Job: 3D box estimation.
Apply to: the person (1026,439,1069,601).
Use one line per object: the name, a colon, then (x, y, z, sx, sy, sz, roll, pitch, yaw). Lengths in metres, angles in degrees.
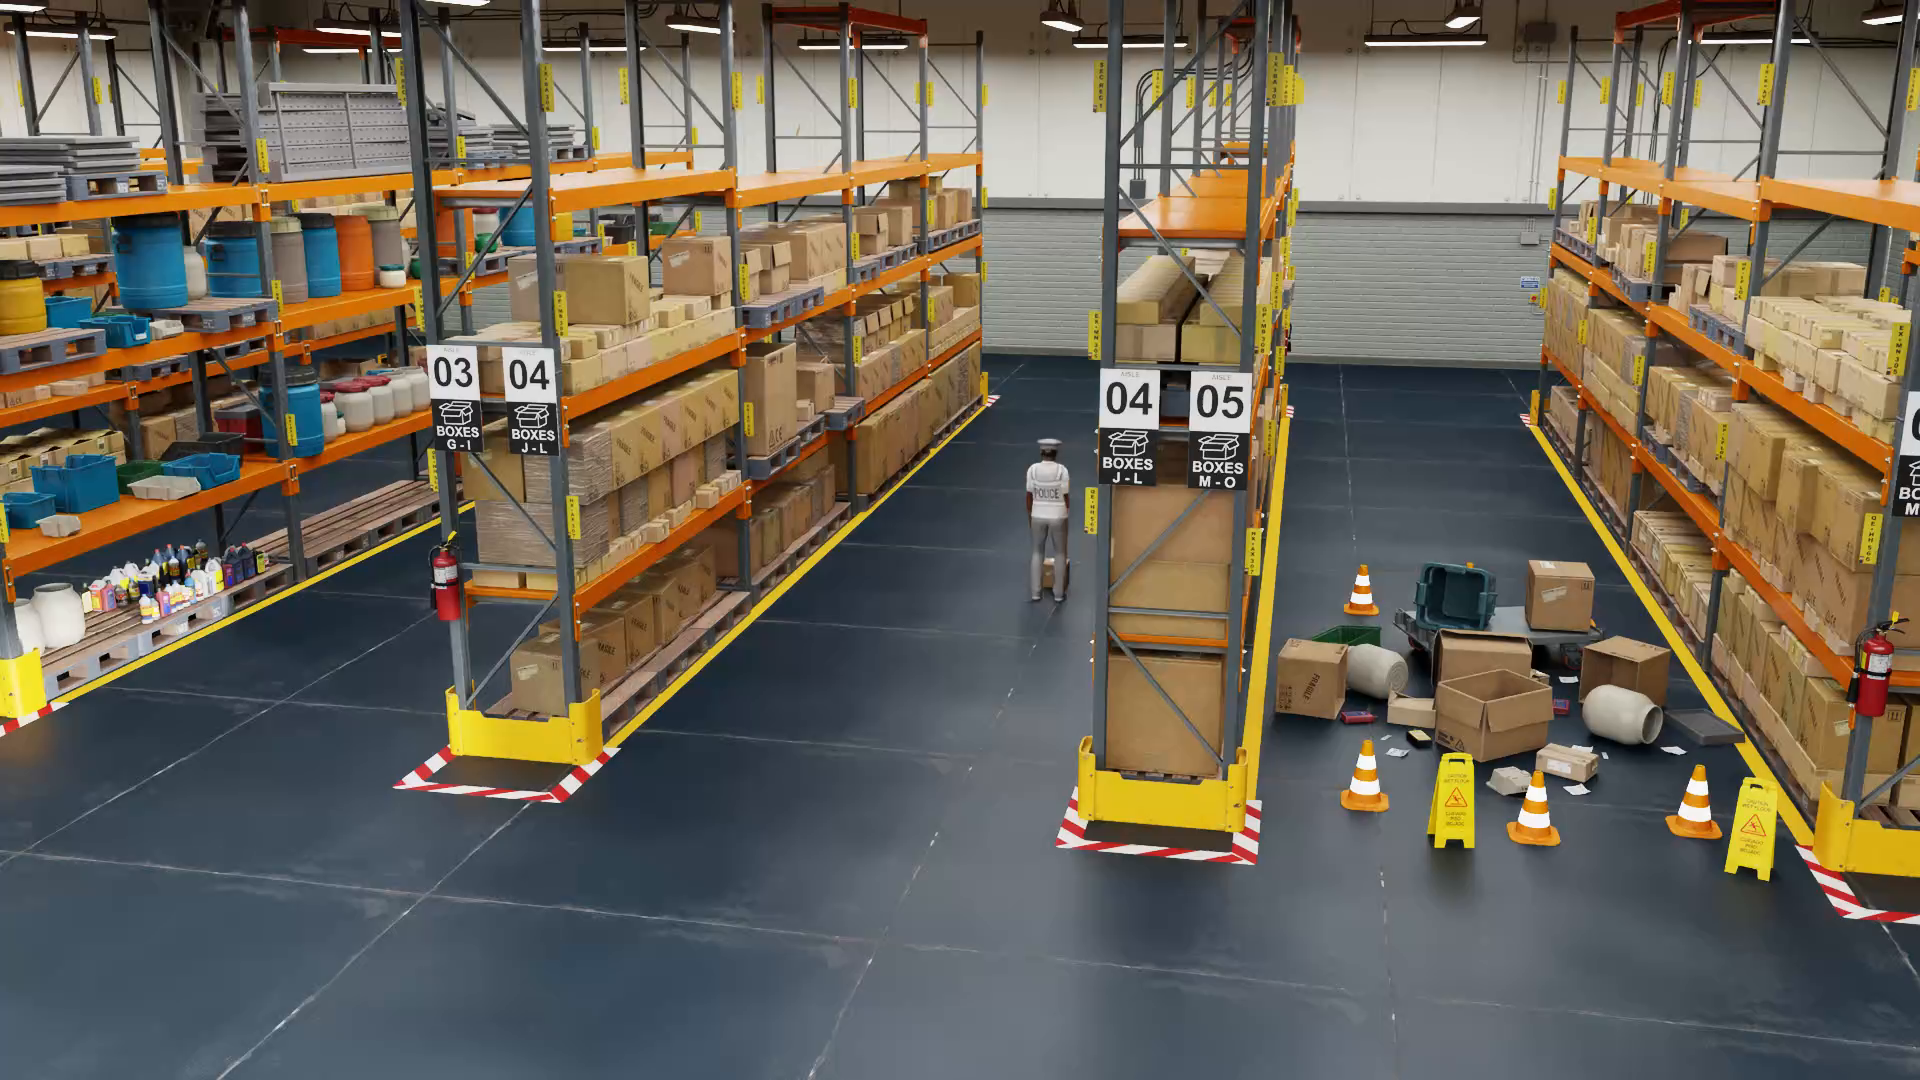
person: (0.885, -0.196, 16.807, 0.443, 1.654, 0.351, 3, 15, 13)
